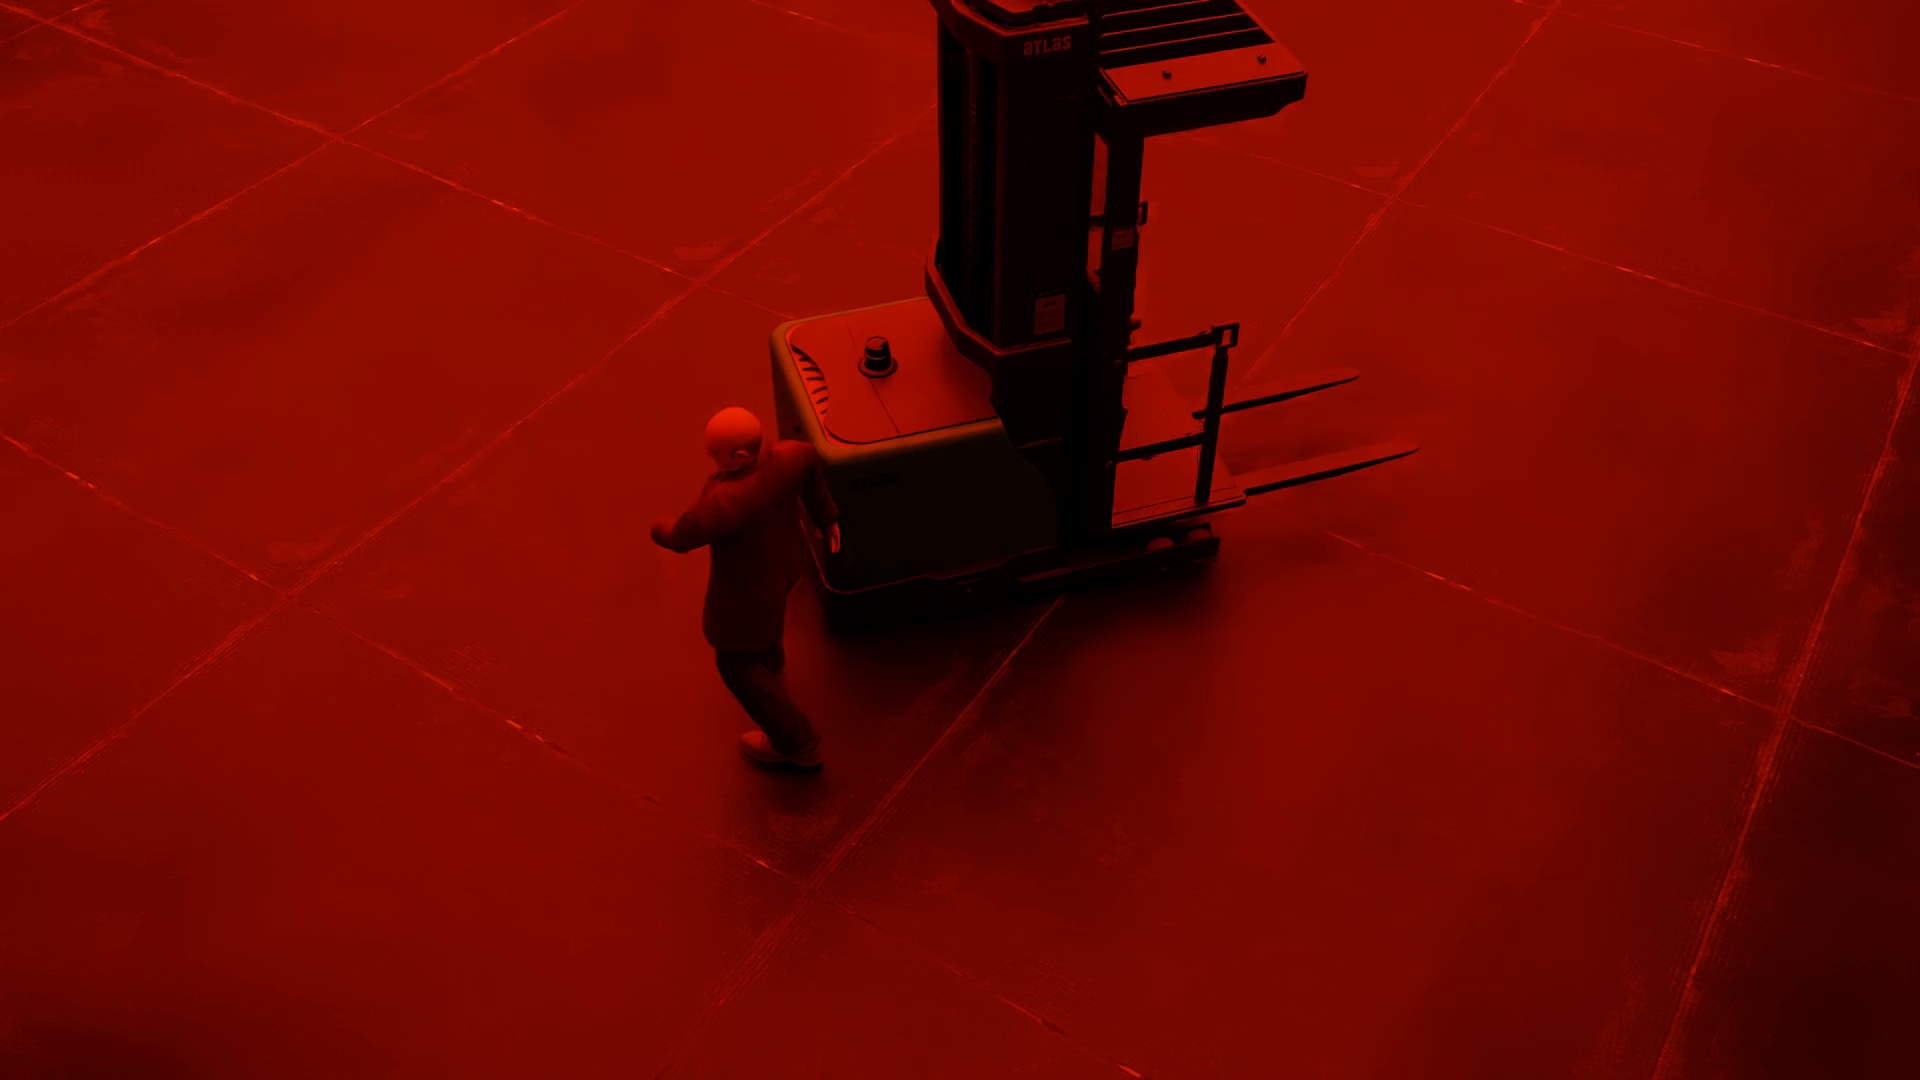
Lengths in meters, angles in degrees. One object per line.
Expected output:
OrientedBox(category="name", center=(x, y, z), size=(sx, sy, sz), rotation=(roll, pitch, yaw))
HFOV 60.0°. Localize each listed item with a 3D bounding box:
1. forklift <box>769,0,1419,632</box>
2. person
OrientedBox(category="forklift", center=(0.706, -1.249, 7.166), size=(3.031, 2.935, 1.130), rotation=(-13, 45, -13))
OrientedBox(category="person", center=(-0.799, 0.069, 6.679), size=(0.803, 1.702, 0.747), rotation=(23, 48, 23))
